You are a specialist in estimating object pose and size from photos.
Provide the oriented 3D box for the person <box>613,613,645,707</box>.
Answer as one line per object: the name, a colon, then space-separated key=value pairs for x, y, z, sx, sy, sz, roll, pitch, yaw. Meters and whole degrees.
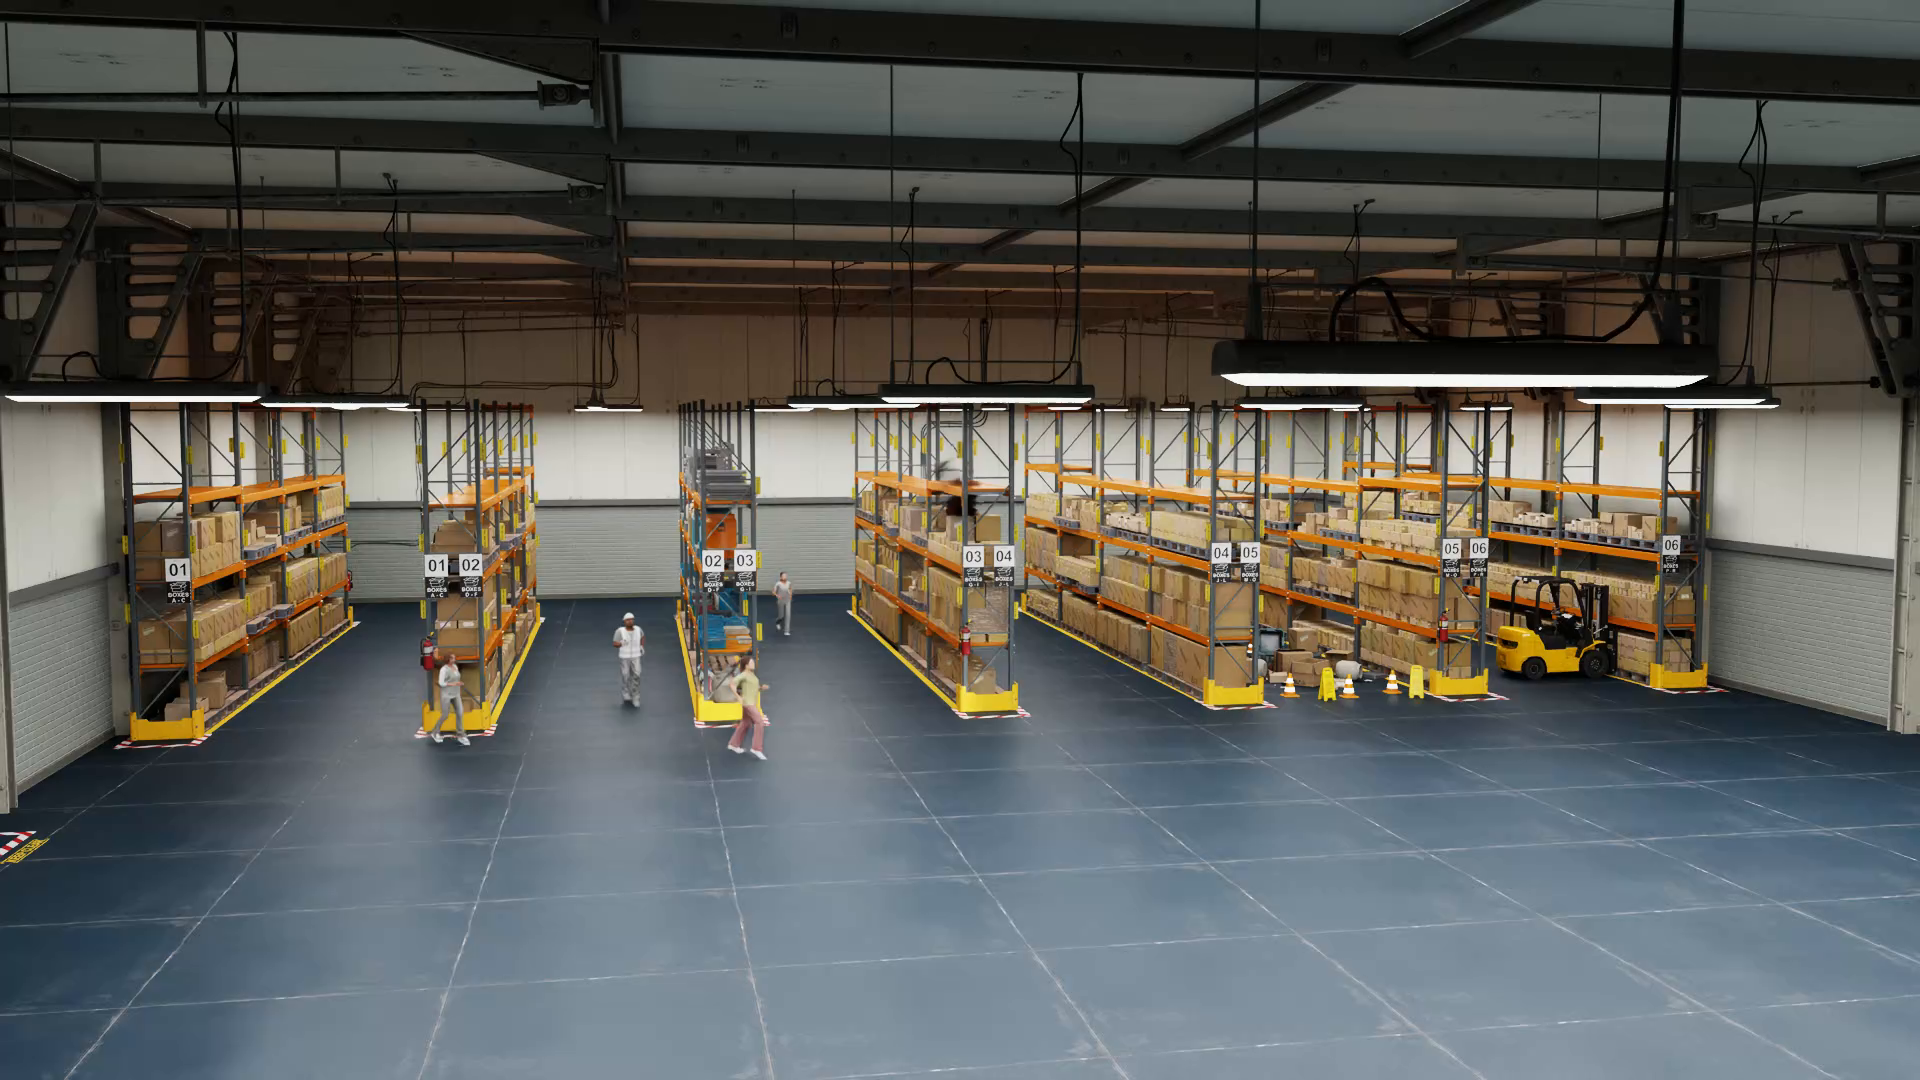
person: x=-6.505 y=2.357 z=32.796 sx=0.657 sy=1.841 sz=0.733 roll=-2 pitch=5 yaw=-20

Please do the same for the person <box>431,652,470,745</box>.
person: x=-8.818 y=2.727 z=28.758 sx=0.794 sy=1.606 sz=0.543 roll=2 pitch=5 yaw=27

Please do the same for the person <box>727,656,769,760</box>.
person: x=-3.544 y=2.794 z=27.740 sx=0.747 sy=1.729 sz=0.550 roll=1 pitch=4 yaw=8

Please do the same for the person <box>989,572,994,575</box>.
person: x=0.872 y=1.331 z=46.985 sx=0.734 sy=1.794 sz=0.660 roll=0 pitch=4 yaw=2

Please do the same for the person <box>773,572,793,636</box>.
person: x=-4.580 y=1.640 z=43.179 sx=0.570 sy=1.650 sz=0.924 roll=-2 pitch=5 yaw=-22
